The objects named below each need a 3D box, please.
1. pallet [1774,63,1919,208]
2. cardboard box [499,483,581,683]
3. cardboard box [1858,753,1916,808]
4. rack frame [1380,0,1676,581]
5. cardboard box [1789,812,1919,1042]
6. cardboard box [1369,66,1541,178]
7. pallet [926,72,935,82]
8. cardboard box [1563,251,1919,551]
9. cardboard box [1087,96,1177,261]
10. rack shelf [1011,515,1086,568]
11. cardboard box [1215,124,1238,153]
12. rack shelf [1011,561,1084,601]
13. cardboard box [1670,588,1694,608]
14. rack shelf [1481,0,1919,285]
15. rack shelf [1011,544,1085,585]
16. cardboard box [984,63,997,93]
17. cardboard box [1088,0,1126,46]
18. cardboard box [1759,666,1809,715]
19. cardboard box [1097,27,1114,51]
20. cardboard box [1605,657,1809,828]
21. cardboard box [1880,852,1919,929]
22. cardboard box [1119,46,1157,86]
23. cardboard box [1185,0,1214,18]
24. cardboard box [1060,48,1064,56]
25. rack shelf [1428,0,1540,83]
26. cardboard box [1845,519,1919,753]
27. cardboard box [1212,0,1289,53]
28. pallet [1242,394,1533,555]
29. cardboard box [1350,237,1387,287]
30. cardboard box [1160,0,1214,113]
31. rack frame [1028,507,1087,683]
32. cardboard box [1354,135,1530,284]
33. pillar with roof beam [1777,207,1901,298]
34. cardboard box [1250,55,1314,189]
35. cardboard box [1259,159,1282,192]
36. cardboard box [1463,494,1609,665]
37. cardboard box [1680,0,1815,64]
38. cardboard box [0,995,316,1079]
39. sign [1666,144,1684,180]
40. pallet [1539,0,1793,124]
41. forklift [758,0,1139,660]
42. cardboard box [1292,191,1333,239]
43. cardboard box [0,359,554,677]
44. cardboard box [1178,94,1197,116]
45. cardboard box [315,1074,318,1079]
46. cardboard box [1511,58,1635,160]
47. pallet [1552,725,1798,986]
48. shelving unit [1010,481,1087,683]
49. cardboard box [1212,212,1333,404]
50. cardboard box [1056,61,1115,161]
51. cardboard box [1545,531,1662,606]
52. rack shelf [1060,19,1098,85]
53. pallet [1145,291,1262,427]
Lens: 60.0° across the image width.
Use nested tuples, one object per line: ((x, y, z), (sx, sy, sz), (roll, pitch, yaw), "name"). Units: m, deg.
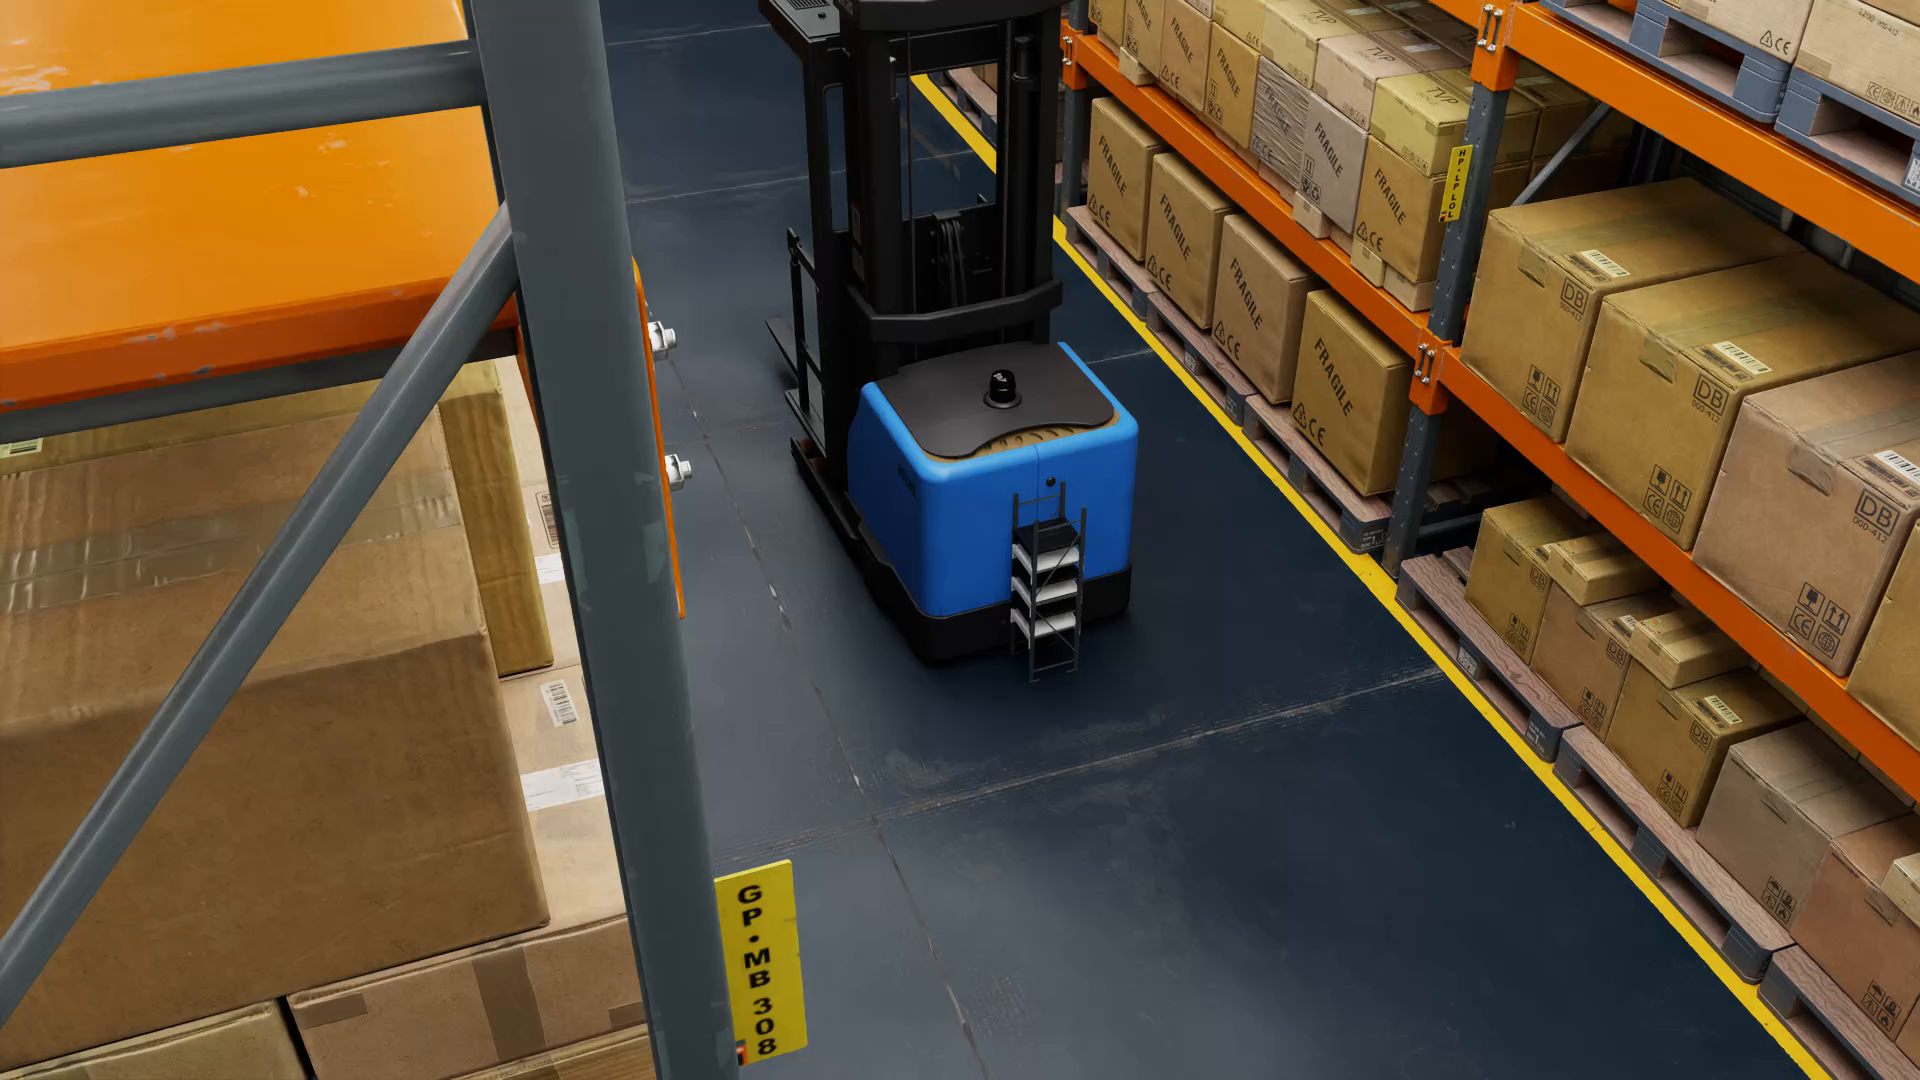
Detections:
((3.221, -1.150, 4.864), (1.003, 0.211, 1.213), (-12, 39, -16), "pallet")
((-0.838, 0.182, 2.732), (0.500, 0.250, 0.500), (-12, 39, -16), "cardboard box")
((3.457, 0.775, 5.918), (0.380, 0.149, 0.250), (-12, 39, -15), "cardboard box")
((2.533, -1.140, 7.270), (1.000, 3.000, 0.127), (-12, 39, -16), "rack frame")
((3.403, 1.293, 5.769), (0.700, 0.500, 0.500), (-13, 39, -16), "cardboard box")
((2.132, -1.817, 7.199), (0.500, 0.250, 0.500), (-12, 38, -15), "cardboard box")
((0.050, -4.106, 13.525), (1.003, 0.211, 1.213), (-12, 39, -16), "pallet")
((2.951, -0.536, 6.220), (0.980, 0.700, 0.700), (-13, 39, -17), "cardboard box")
((1.287, -2.266, 10.203), (0.750, 0.750, 0.750), (-13, 39, -17), "cardboard box")
((0.378, 0.005, 7.103), (0.258, 0.077, 0.200), (-14, 39, -18), "rack shelf")
((1.591, -2.209, 8.882), (0.380, 0.149, 0.250), (-12, 39, -16), "cardboard box")
((0.378, 0.148, 7.211), (0.258, 0.077, 0.200), (-14, 39, -18), "rack shelf")
((3.105, 0.198, 6.683), (0.380, 0.149, 0.250), (-14, 39, -17), "cardboard box")
((3.222, -0.921, 5.084), (1.077, 0.370, 4.000), (-12, 39, -16), "rack shelf")
((0.378, 0.076, 7.157), (0.258, 0.077, 0.200), (-14, 39, -18), "rack shelf")
((0.594, -3.563, 12.199), (0.700, 0.500, 0.500), (-13, 39, -16), "cardboard box")
((1.084, -3.239, 9.710), (0.500, 0.500, 0.500), (-11, 38, -15), "cardboard box")
((3.281, 0.487, 6.300), (0.380, 0.149, 0.250), (-13, 39, -17), "cardboard box")
((1.053, -3.073, 10.029), (0.380, 0.149, 0.250), (-13, 39, -17), "cardboard box")
((3.039, 0.709, 6.544), (0.700, 0.500, 0.500), (-12, 39, -15), "cardboard box")
((3.271, 1.138, 5.436), (0.380, 0.149, 0.250), (-11, 38, -15), "cardboard box")
((1.143, -2.761, 9.615), (0.380, 0.149, 0.250), (-11, 38, -15), "cardboard box")
((1.432, -2.971, 8.731), (0.500, 0.250, 0.500), (-12, 39, -16), "cardboard box")
((0.723, -3.607, 11.634), (0.500, 0.250, 0.500), (-12, 39, -15), "cardboard box")
((1.845, -3.180, 8.084), (1.077, 0.370, 4.000), (-12, 39, -16), "rack shelf")
((3.464, 0.305, 5.102), (0.980, 0.700, 0.700), (-13, 39, -16), "cardboard box")
((1.614, -2.684, 8.350), (0.500, 0.250, 0.500), (-13, 39, -17), "cardboard box")
((2.197, -0.446, 8.667), (1.003, 0.211, 1.213), (-12, 39, -16), "pallet")
((2.042, -1.318, 7.698), (0.380, 0.149, 0.250), (-12, 39, -15), "cardboard box")
((1.425, -2.660, 8.942), (0.500, 0.500, 0.500), (-13, 39, -16), "cardboard box")
((0.417, 0.250, 7.170), (0.240, 0.900, 0.006), (-14, 39, -18), "rack frame")
((2.138, -1.515, 7.421), (0.500, 0.500, 0.500), (-13, 39, -17), "cardboard box")
((-0.456, -2.428, 3.995), (9.100, 9.000, 0.400), (-12, 39, -16), "pillar with roof beam")
((1.788, -2.087, 8.180), (0.500, 0.500, 0.500), (-12, 39, -16), "cardboard box")
((1.755, -1.907, 8.480), (0.380, 0.149, 0.250), (-13, 39, -17), "cardboard box")
((2.694, 0.135, 7.307), (0.700, 0.500, 0.500), (-12, 39, -15), "cardboard box")
((2.686, -1.750, 5.280), (0.500, 0.250, 0.500), (-13, 39, -17), "cardboard box")
((-1.156, 0.572, 2.213), (0.500, 0.250, 0.500), (-12, 39, -16), "cardboard box")
((3.054, -1.633, 7.140), (0.100, 0.325, 0.005), (-12, 39, -16), "sign")
((2.805, -1.838, 5.778), (1.003, 0.211, 1.213), (-12, 39, -16), "pallet")
((-0.239, -1.521, 7.833), (1.130, 2.935, 3.031), (-14, 39, -18), "forklift")
((1.849, -1.610, 8.087), (0.380, 0.149, 0.250), (-12, 39, -16), "cardboard box")
((-1.025, -0.077, 2.451), (0.700, 0.500, 0.500), (-12, 39, -16), "cardboard box")
((1.443, -2.500, 9.268), (0.380, 0.149, 0.250), (-12, 39, -15), "cardboard box")
((-1.164, 0.774, 2.361), (0.500, 0.250, 0.500), (-12, 39, -16), "cardboard box")
((2.620, -1.920, 7.336), (0.500, 0.250, 0.500), (-11, 38, -15), "cardboard box")
((3.145, 1.110, 6.601), (1.003, 0.211, 1.213), (-12, 39, -16), "pallet")
((0.378, 0.194, 7.245), (0.258, 0.900, 0.210), (-14, 39, -18), "shelving unit")
((1.879, -1.291, 8.908), (0.750, 0.750, 0.750), (-11, 38, -15), "cardboard box")
((0.860, -2.973, 11.415), (0.700, 0.500, 0.500), (-12, 39, -15), "cardboard box")
((2.641, 0.107, 6.805), (0.380, 0.149, 0.250), (-11, 38, -14), "cardboard box")
((0.469, -4.242, 11.986), (1.077, 0.370, 4.000), (-12, 39, -16), "rack shelf")
((1.773, -1.137, 9.584), (1.003, 0.211, 1.213), (-12, 39, -16), "pallet")
